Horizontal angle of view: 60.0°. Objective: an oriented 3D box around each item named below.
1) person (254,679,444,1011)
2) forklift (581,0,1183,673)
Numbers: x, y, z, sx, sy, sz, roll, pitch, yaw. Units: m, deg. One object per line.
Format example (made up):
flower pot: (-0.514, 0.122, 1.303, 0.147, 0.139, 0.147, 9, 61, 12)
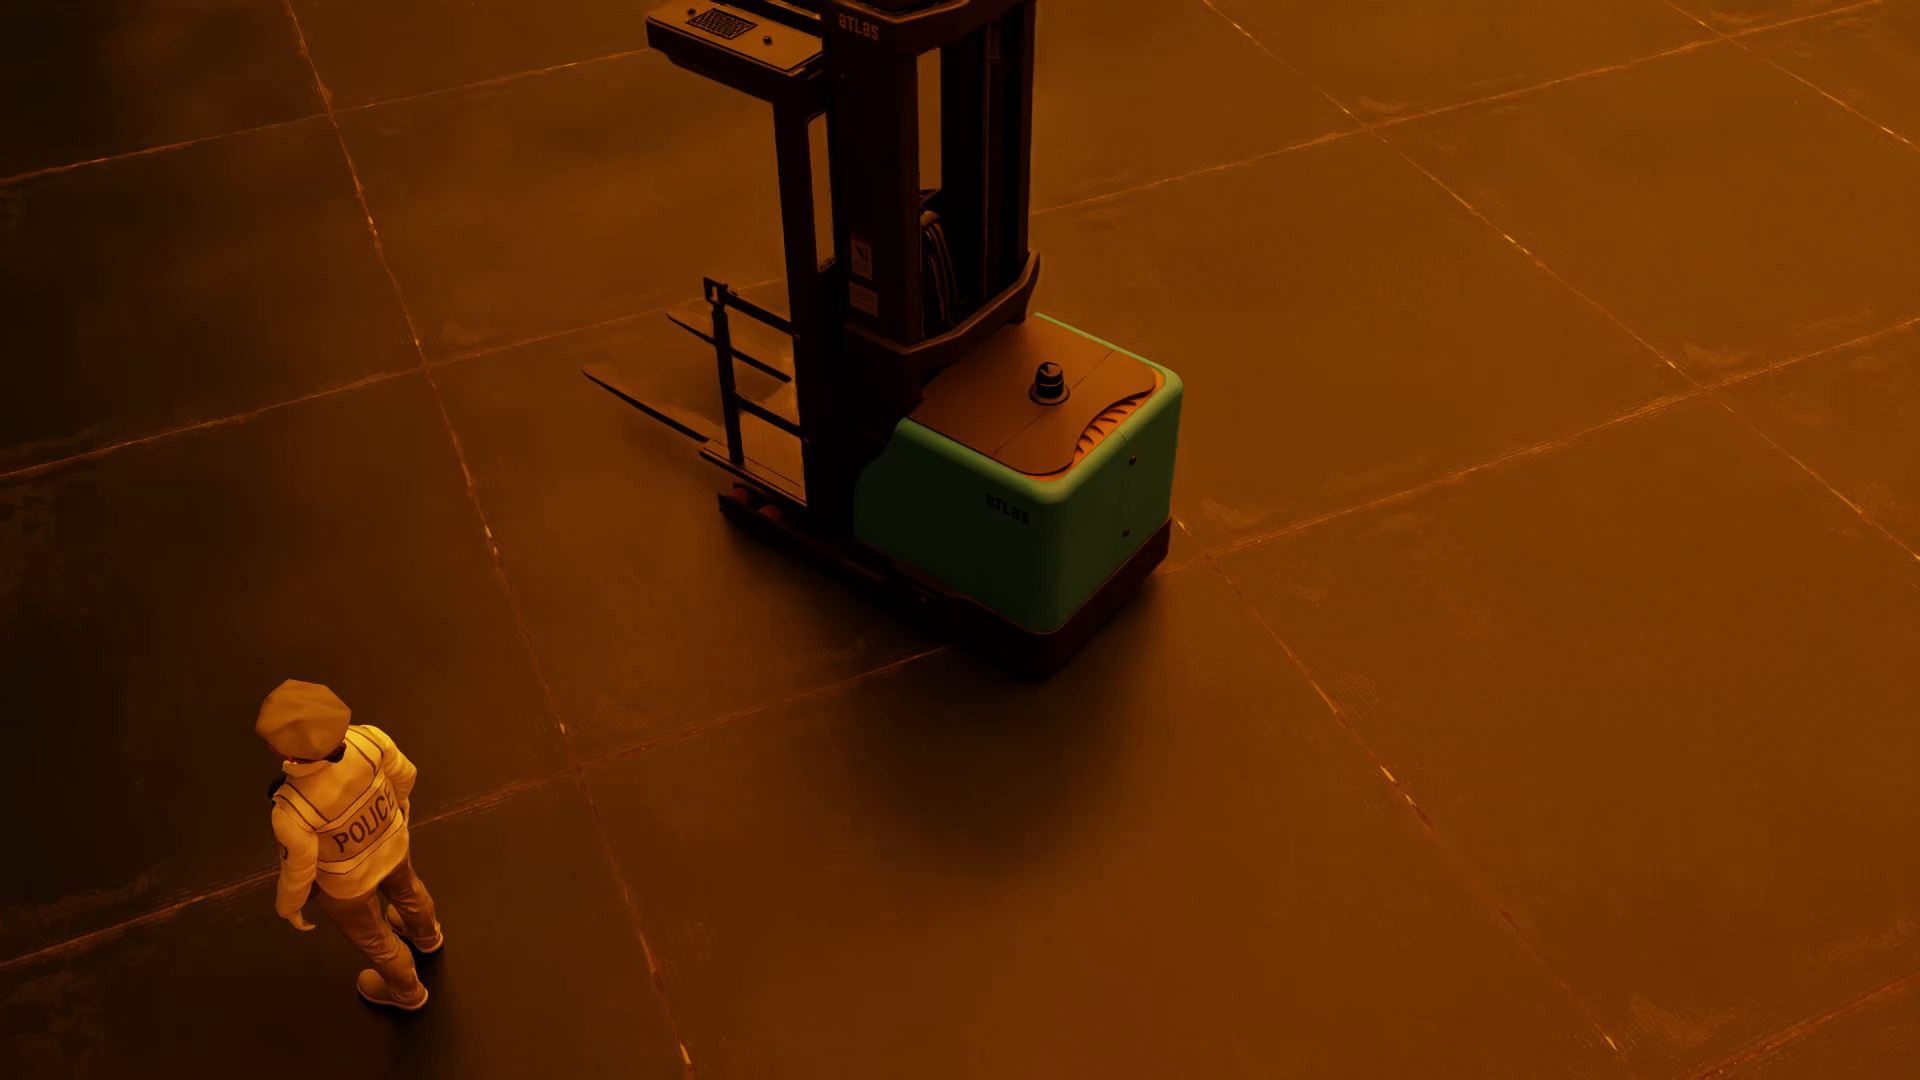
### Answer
person: (-2.043, 1.019, 5.483, 0.533, 1.694, 0.584, 21, 47, 21)
forklift: (-0.521, -1.332, 7.108, 3.031, 2.935, 1.130, 28, 50, 26)
